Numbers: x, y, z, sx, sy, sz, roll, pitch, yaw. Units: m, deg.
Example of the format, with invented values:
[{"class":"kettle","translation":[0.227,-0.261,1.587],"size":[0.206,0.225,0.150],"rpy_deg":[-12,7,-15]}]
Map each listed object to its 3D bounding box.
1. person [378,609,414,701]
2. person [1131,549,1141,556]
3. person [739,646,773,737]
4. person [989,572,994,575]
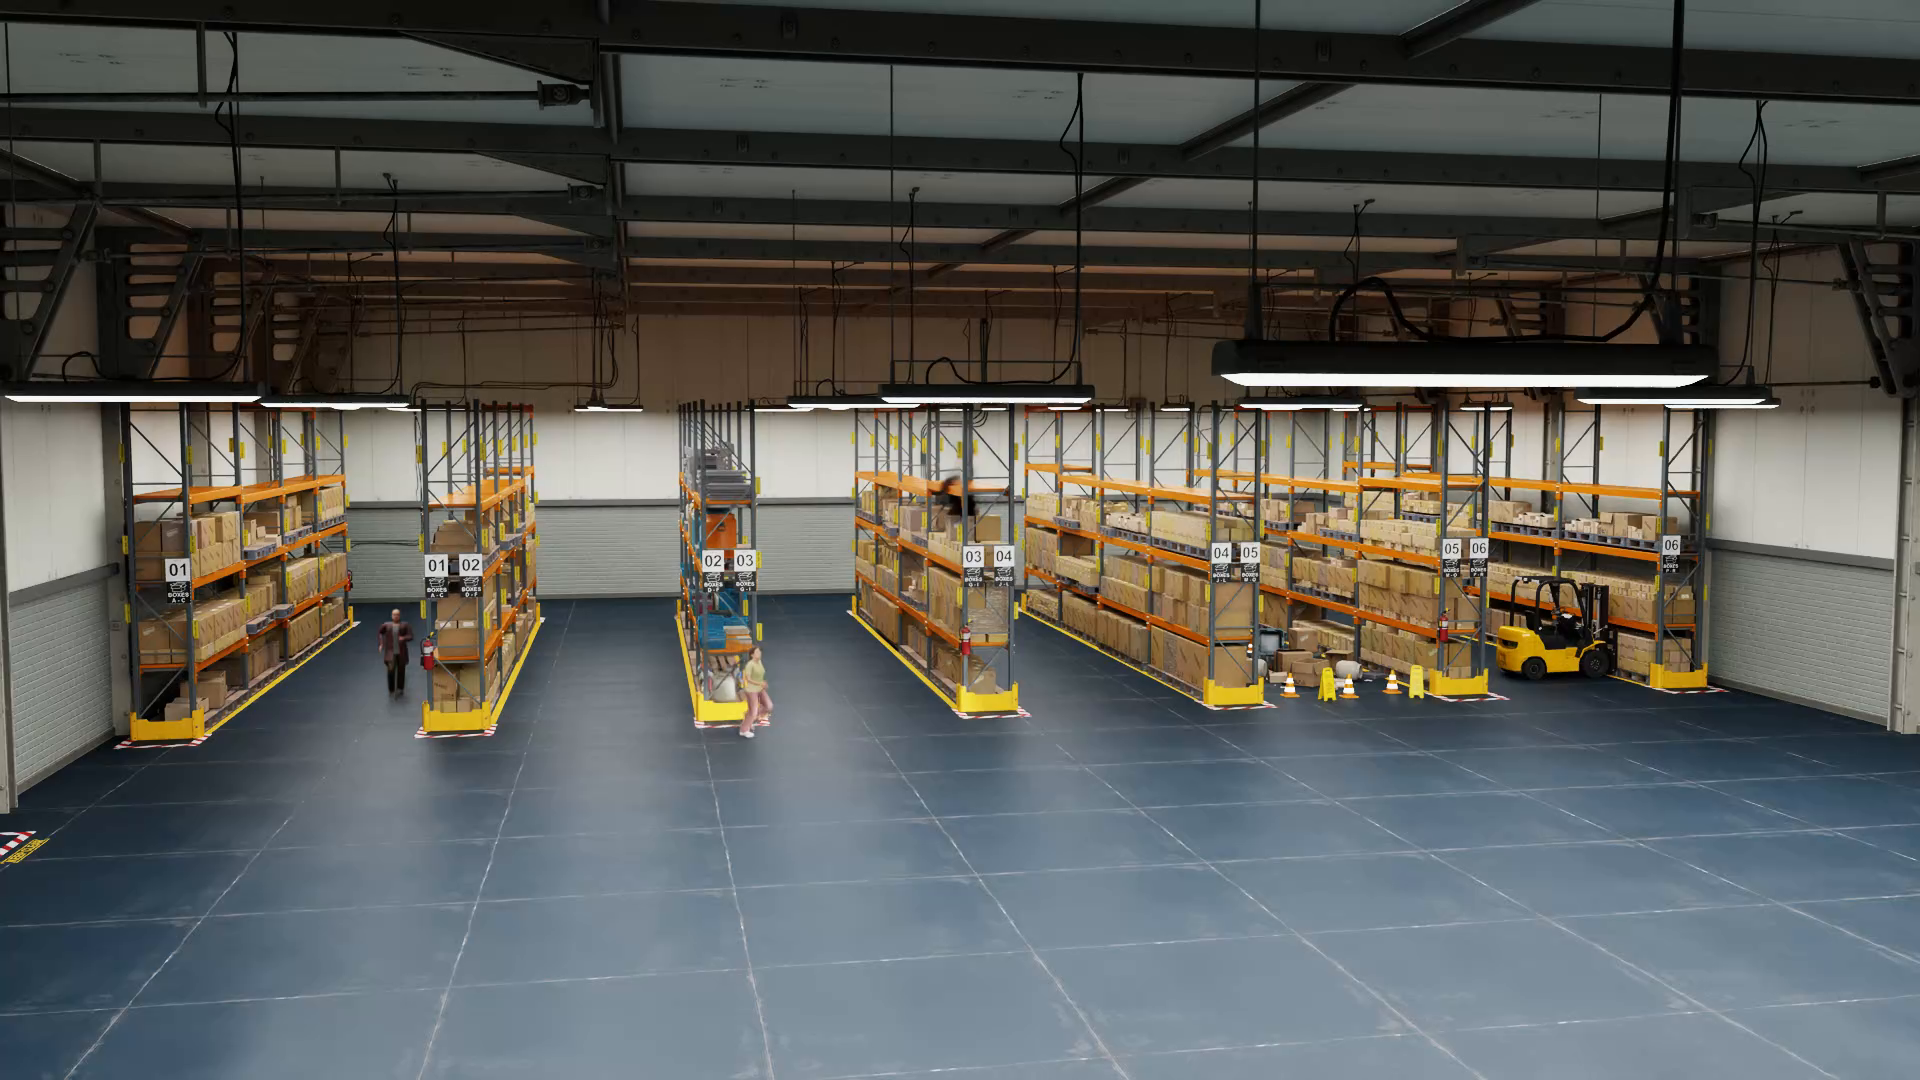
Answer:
[{"class":"person","translation":[-11.359,2.314,33.508],"size":[0.675,1.846,0.829],"rpy_deg":[-2,5,-21]},{"class":"person","translation":[5.400,1.073,50.683],"size":[0.867,1.784,0.579],"rpy_deg":[-1,4,-13]},{"class":"person","translation":[-3.614,2.683,29.520],"size":[0.654,1.621,0.600],"rpy_deg":[2,5,28]},{"class":"person","translation":[0.907,1.218,49.179],"size":[0.697,1.677,0.735],"rpy_deg":[4,6,44]}]
